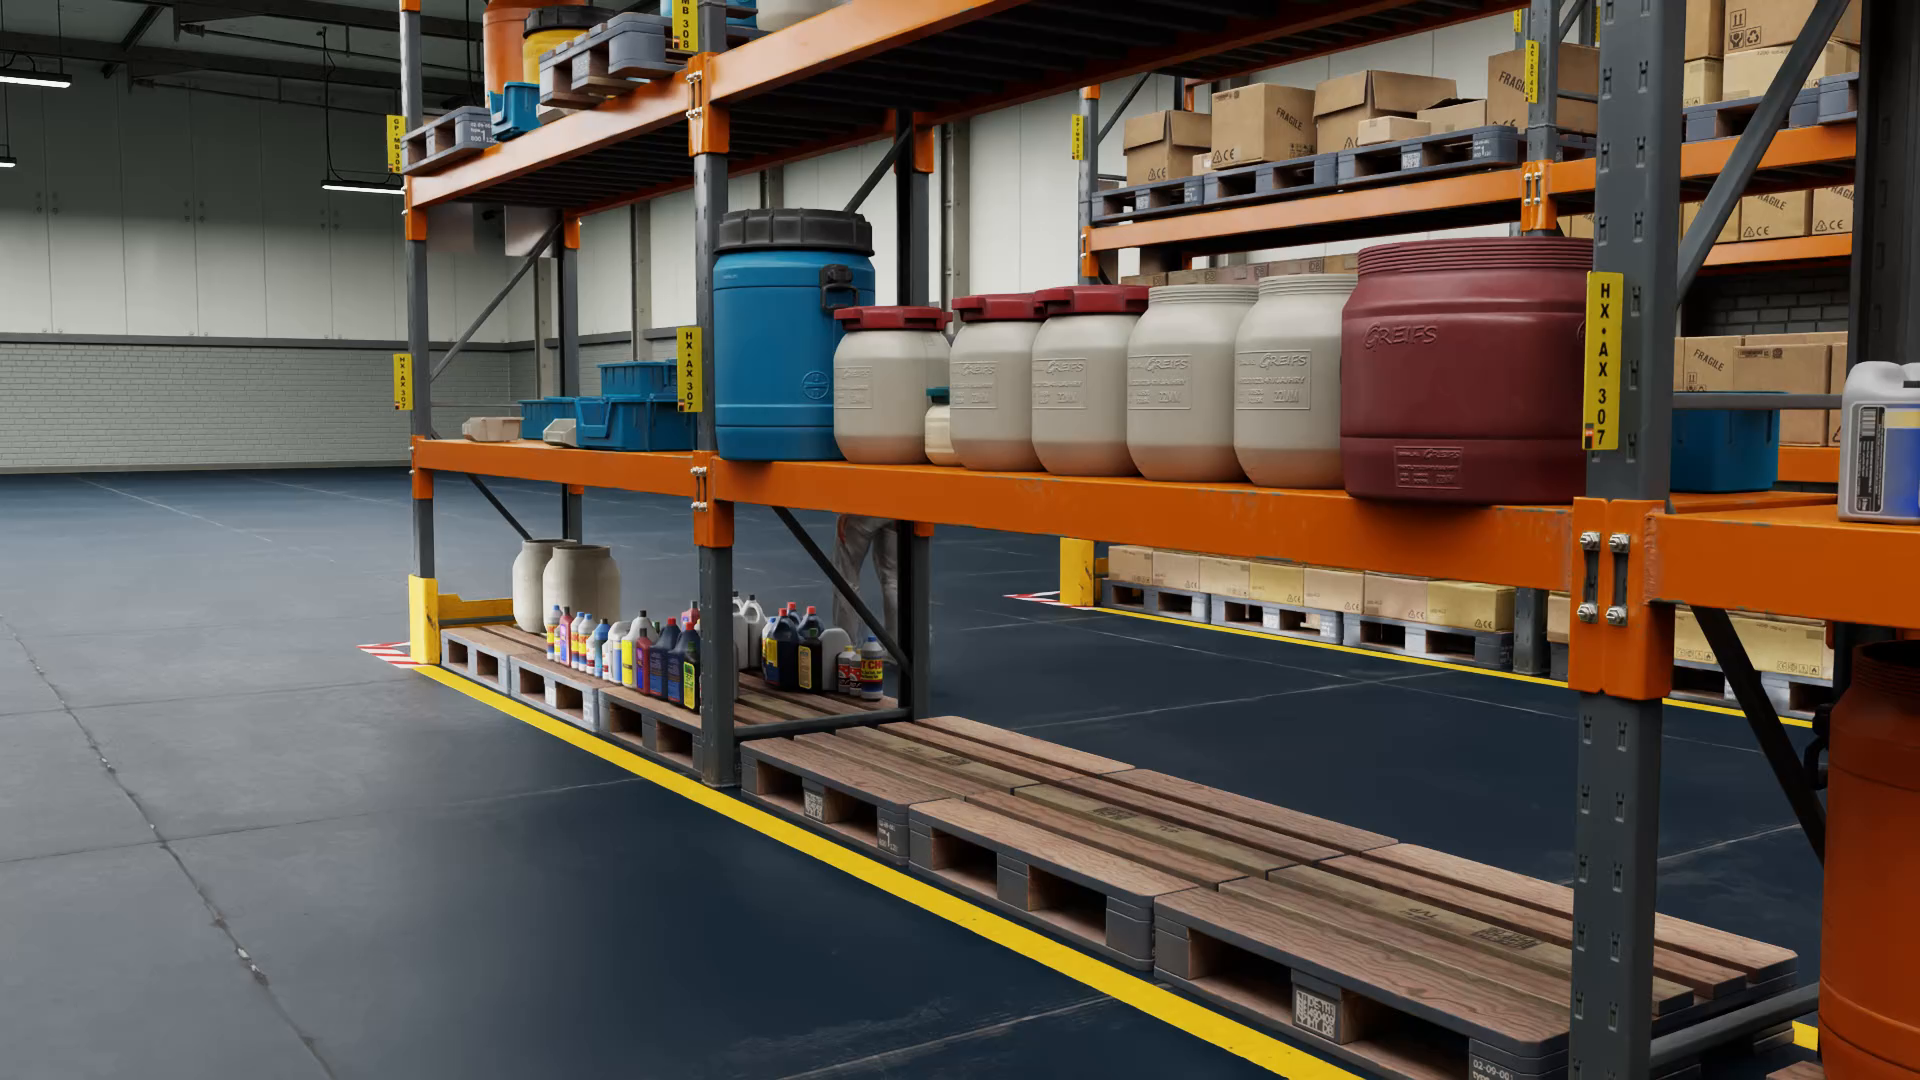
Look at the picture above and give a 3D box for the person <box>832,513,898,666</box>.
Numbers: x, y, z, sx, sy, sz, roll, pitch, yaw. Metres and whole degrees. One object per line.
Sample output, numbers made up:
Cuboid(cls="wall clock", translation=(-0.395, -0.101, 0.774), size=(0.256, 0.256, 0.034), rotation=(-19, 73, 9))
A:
Cuboid(cls="person", translation=(-0.512, -0.145, 9.494), size=(0.615, 1.801, 0.550), rotation=(-3, 6, -33))
